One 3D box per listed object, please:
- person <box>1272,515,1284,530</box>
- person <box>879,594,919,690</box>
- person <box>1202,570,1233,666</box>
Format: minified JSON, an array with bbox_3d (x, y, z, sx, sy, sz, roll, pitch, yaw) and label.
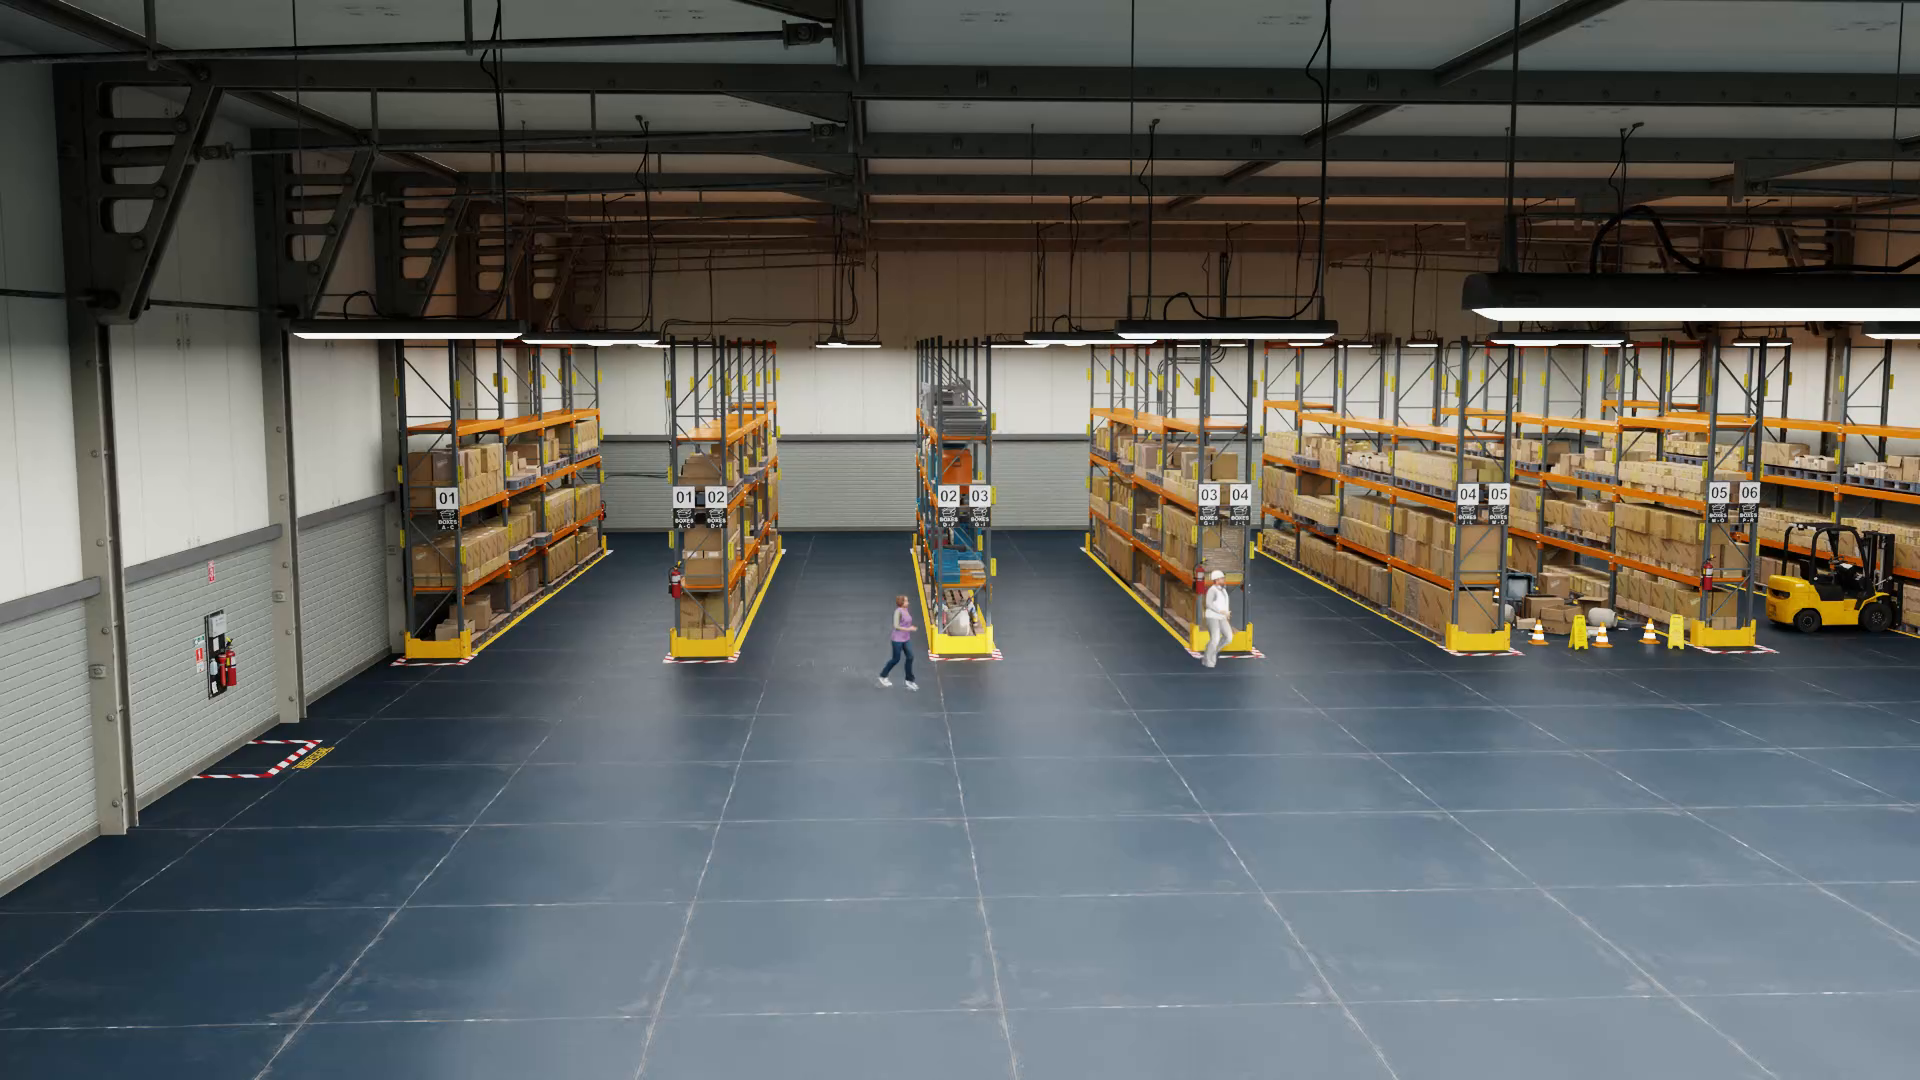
[{"bbox_3d":[9.523,-0.687,49.185,0.635,1.687,0.755,1,7,11],"label":"person"},{"bbox_3d":[-1.032,1.735,28.202,0.726,1.652,0.558,3,7,25],"label":"person"},{"bbox_3d":[4.743,1.426,30.312,0.576,1.740,0.698,6,9,42],"label":"person"}]
